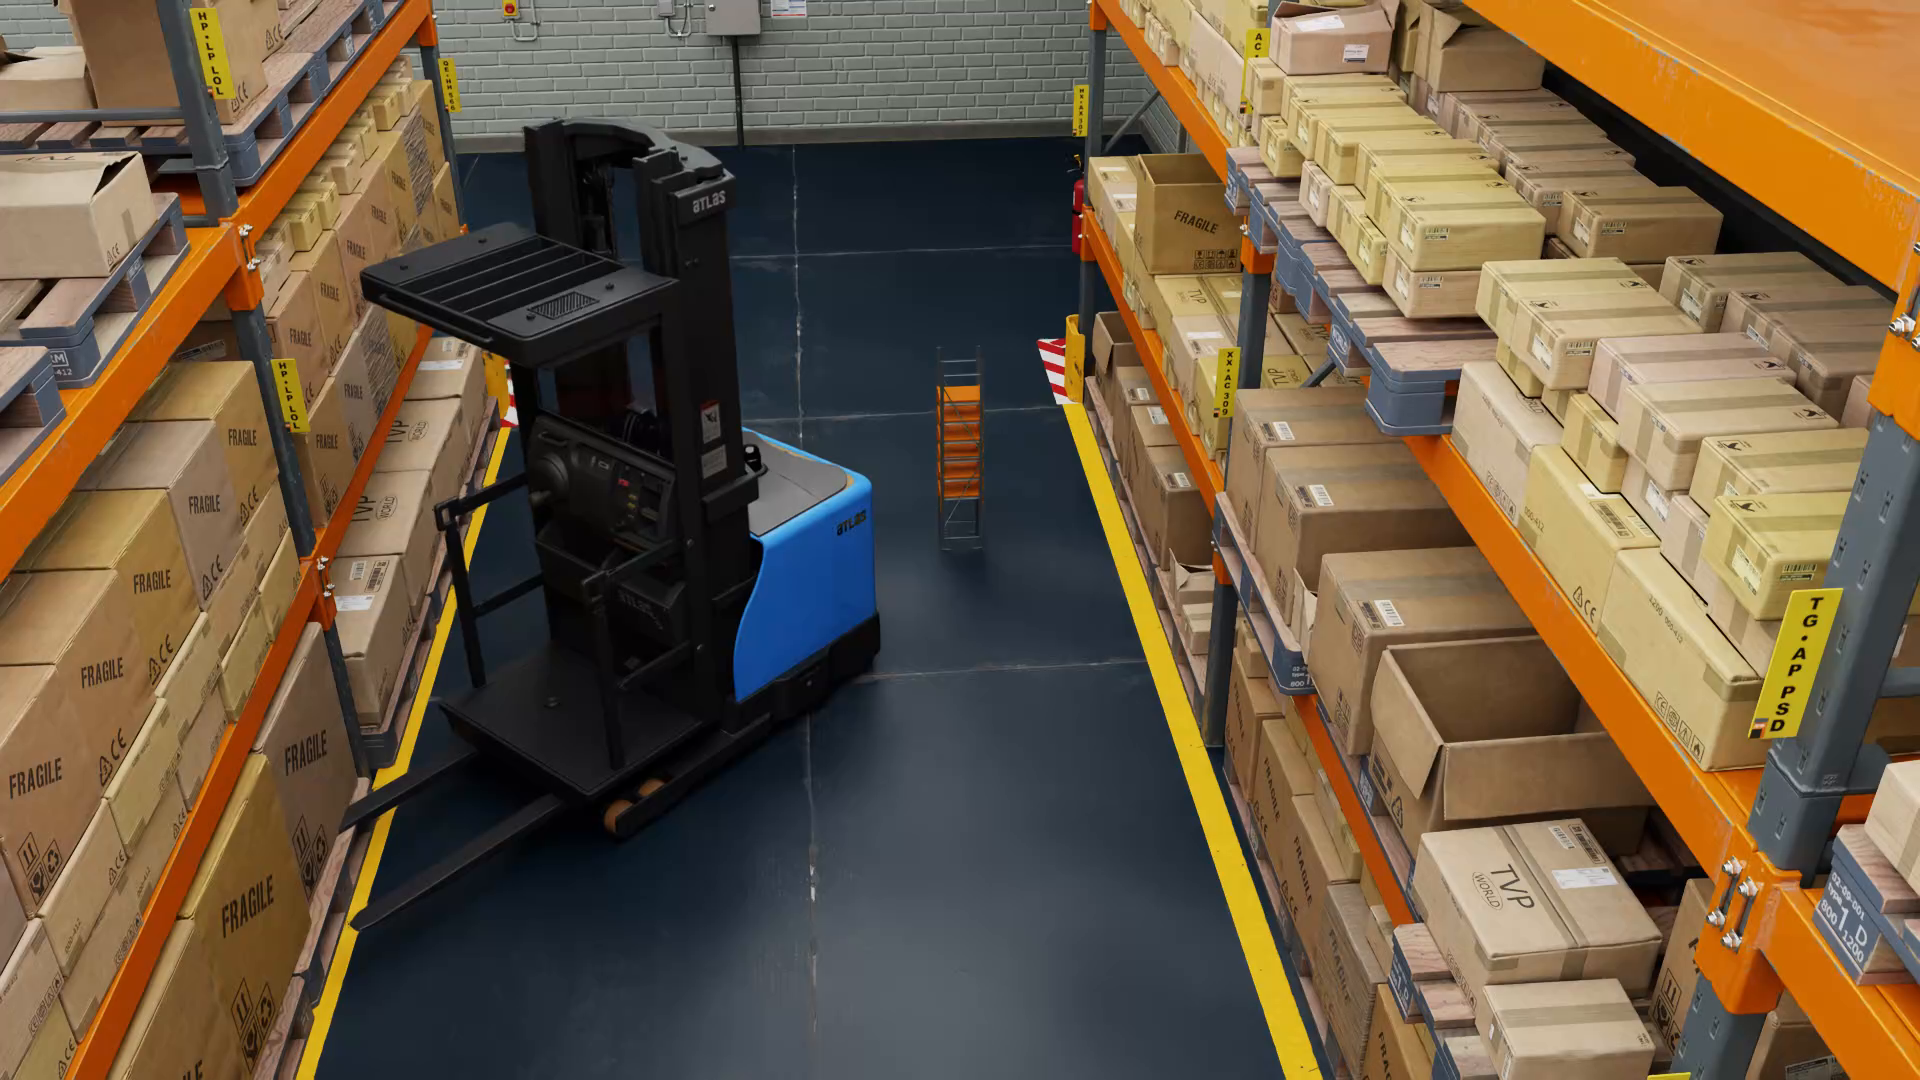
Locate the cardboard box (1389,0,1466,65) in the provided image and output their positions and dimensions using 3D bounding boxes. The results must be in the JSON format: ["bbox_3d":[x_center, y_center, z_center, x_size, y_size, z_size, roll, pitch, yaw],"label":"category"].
[{"bbox_3d":[1.919,-2.162,6.888,0.500,0.250,0.500,-3,31,-5],"label":"cardboard box"}]

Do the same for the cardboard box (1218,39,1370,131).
[{"bbox_3d":[1.388,-1.915,6.962,0.500,0.250,0.500,-3,31,-4],"label":"cardboard box"}]

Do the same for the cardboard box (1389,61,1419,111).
[{"bbox_3d":[1.827,-1.713,6.216,0.380,0.149,0.250,-3,31,-5],"label":"cardboard box"}]

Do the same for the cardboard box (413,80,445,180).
[{"bbox_3d":[-3.351,-2.370,9.720,0.500,0.500,0.500,-2,31,-3],"label":"cardboard box"}]

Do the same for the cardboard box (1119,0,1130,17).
[{"bbox_3d":[1.085,-2.982,9.136,0.380,0.149,0.250,-2,31,-3],"label":"cardboard box"}]

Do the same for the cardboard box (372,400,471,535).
[{"bbox_3d":[-3.378,-0.414,9.606,0.875,0.438,0.875,-2,31,-3],"label":"cardboard box"}]

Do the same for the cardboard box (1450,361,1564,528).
[{"bbox_3d":[1.672,-0.274,4.504,0.500,0.250,0.500,-3,31,-5],"label":"cardboard box"}]

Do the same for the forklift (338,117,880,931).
[{"bbox_3d":[-1.731,-0.207,7.239,1.130,2.935,3.031,23,38,33],"label":"forklift"}]

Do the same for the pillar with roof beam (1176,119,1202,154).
[{"bbox_3d":[-2.332,-6.161,11.289,9.100,9.000,0.400,-3,31,-5],"label":"pillar with roof beam"}]

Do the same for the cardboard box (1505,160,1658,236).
[{"bbox_3d":[1.896,-1.051,5.107,0.380,0.149,0.250,-3,31,-4],"label":"cardboard box"}]

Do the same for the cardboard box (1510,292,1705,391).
[{"bbox_3d":[1.634,-0.505,4.213,0.380,0.149,0.250,-3,31,-6],"label":"cardboard box"}]

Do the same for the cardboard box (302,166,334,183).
[{"bbox_3d":[-3.200,-1.664,7.906,0.380,0.149,0.250,-3,31,-5],"label":"cardboard box"}]

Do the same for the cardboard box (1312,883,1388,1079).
[{"bbox_3d":[1.648,1.612,6.154,0.500,0.500,0.500,-4,31,-6],"label":"cardboard box"}]

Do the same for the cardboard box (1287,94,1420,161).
[{"bbox_3d":[1.351,-1.423,5.730,0.380,0.149,0.250,-3,31,-6],"label":"cardboard box"}]

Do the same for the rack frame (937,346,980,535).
[{"bbox_3d":[-0.007,-0.554,9.508,0.240,1.200,0.006,-3,31,-5],"label":"rack frame"}]

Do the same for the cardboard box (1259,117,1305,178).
[{"bbox_3d":[1.304,-1.428,6.028,0.380,0.149,0.250,-2,31,-4],"label":"cardboard box"}]

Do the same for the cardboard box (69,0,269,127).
[{"bbox_3d":[-3.105,-1.954,6.567,0.500,0.500,0.500,-2,31,-4],"label":"cardboard box"}]

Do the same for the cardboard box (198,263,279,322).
[{"bbox_3d":[-3.030,-1.014,6.818,0.380,0.149,0.250,-3,31,-5],"label":"cardboard box"}]

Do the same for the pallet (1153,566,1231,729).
[{"bbox_3d":[1.619,0.517,8.679,1.003,0.211,1.213,-3,31,-5],"label":"pallet"}]

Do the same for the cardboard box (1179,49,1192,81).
[{"bbox_3d":[1.275,-2.334,8.052,0.380,0.149,0.250,-2,31,-4],"label":"cardboard box"}]

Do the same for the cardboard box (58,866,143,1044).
[{"bbox_3d":[-2.790,1.225,4.920,0.500,0.250,0.500,-2,31,-3],"label":"cardboard box"}]

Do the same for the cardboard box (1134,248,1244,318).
[{"bbox_3d":[1.250,-1.415,9.050,0.500,0.250,0.500,-4,31,-6],"label":"cardboard box"}]

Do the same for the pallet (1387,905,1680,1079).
[{"bbox_3d":[1.923,1.452,4.581,1.213,0.211,1.003,-3,31,-5],"label":"pallet"}]

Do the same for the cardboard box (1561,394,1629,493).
[{"bbox_3d":[1.713,-0.245,4.068,0.380,0.149,0.250,-3,31,-5],"label":"cardboard box"}]

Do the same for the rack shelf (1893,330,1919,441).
[{"bbox_3d":[2.243,0.638,0.997,1.077,0.370,4.000,-3,31,-5],"label":"rack shelf"}]

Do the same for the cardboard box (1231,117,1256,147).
[{"bbox_3d":[1.355,-1.679,6.956,0.380,0.149,0.250,-3,31,-5],"label":"cardboard box"}]

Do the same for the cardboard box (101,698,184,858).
[{"bbox_3d":[-2.803,0.753,5.223,0.500,0.250,0.500,-2,31,-4],"label":"cardboard box"}]

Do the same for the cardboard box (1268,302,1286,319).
[{"bbox_3d":[1.805,-1.178,8.654,0.500,0.250,0.500,-2,31,-4],"label":"cardboard box"}]

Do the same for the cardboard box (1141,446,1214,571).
[{"bbox_3d":[1.410,-0.194,9.178,0.700,0.500,0.500,-4,31,-6],"label":"cardboard box"}]

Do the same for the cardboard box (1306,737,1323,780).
[{"bbox_3d":[1.628,0.888,6.734,0.380,0.149,0.250,-3,31,-5],"label":"cardboard box"}]

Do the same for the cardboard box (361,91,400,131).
[{"bbox_3d":[-3.262,-2.323,9.008,0.380,0.149,0.250,-2,31,-3],"label":"cardboard box"}]

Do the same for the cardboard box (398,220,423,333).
[{"bbox_3d":[-3.235,-1.423,9.109,0.500,0.500,0.500,-2,31,-3],"label":"cardboard box"}]

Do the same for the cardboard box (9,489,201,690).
[{"bbox_3d":[-2.884,0.177,5.455,0.500,0.500,0.500,-2,31,-3],"label":"cardboard box"}]

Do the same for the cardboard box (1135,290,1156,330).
[{"bbox_3d":[1.182,-1.290,9.229,0.380,0.149,0.250,-2,31,-3],"label":"cardboard box"}]

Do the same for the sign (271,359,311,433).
[{"bbox_3d":[-2.720,-0.584,6.751,0.100,0.325,0.005,-3,31,-5],"label":"sign"}]

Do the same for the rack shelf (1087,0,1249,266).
[{"bbox_3d":[1.495,-2.330,8.502,1.077,0.370,4.000,-3,31,-5],"label":"rack shelf"}]

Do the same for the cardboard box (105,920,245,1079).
[{"bbox_3d":[-2.947,1.872,5.354,0.875,0.875,0.875,-2,31,-4],"label":"cardboard box"}]

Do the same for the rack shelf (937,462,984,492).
[{"bbox_3d":[0.001,-0.367,9.514,0.258,0.103,0.180,-3,31,-5],"label":"rack shelf"}]

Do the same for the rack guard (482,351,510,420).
[{"bbox_3d":[-3.635,-1.071,11.056,1.175,0.500,0.348,-3,31,-5],"label":"rack guard"}]

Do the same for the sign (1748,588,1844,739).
[{"bbox_3d":[1.516,0.228,3.015,0.100,0.325,0.005,-3,31,-5],"label":"sign"}]

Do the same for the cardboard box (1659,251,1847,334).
[{"bbox_3d":[2.119,-0.655,4.464,0.380,0.149,0.250,-3,31,-5],"label":"cardboard box"}]

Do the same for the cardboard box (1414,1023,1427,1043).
[{"bbox_3d":[1.717,1.548,5.629,0.380,0.149,0.250,-3,31,-5],"label":"cardboard box"}]

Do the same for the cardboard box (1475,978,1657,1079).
[{"bbox_3d":[1.613,1.323,4.446,0.380,0.149,0.250,-2,31,-4],"label":"cardboard box"}]

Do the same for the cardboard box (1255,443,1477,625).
[{"bbox_3d":[1.553,-0.031,6.370,0.700,0.500,0.500,-2,31,-4],"label":"cardboard box"}]

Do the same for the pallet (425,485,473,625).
[{"bbox_3d":[-3.370,0.091,9.392,1.003,0.211,1.213,-3,31,-5],"label":"pallet"}]

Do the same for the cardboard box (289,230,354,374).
[{"bbox_3d":[-3.104,-1.075,7.552,0.500,0.500,0.500,-3,31,-5],"label":"cardboard box"}]

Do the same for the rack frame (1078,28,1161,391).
[{"bbox_3d":[1.309,-2.372,10.796,1.000,3.000,0.127,-3,31,-5],"label":"rack frame"}]

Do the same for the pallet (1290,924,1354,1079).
[{"bbox_3d":[1.913,1.905,6.355,1.003,0.211,1.213,-3,31,-5],"label":"pallet"}]

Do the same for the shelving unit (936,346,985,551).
[{"bbox_3d":[0.001,-0.508,9.430,0.258,1.200,0.189,-3,31,-5],"label":"shelving unit"}]

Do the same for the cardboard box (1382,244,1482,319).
[{"bbox_3d":[1.483,-0.778,4.940,0.380,0.149,0.250,-2,31,-3],"label":"cardboard box"}]

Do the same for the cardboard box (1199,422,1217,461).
[{"bbox_3d":[1.355,-0.505,7.915,0.380,0.149,0.250,-2,31,-3],"label":"cardboard box"}]
